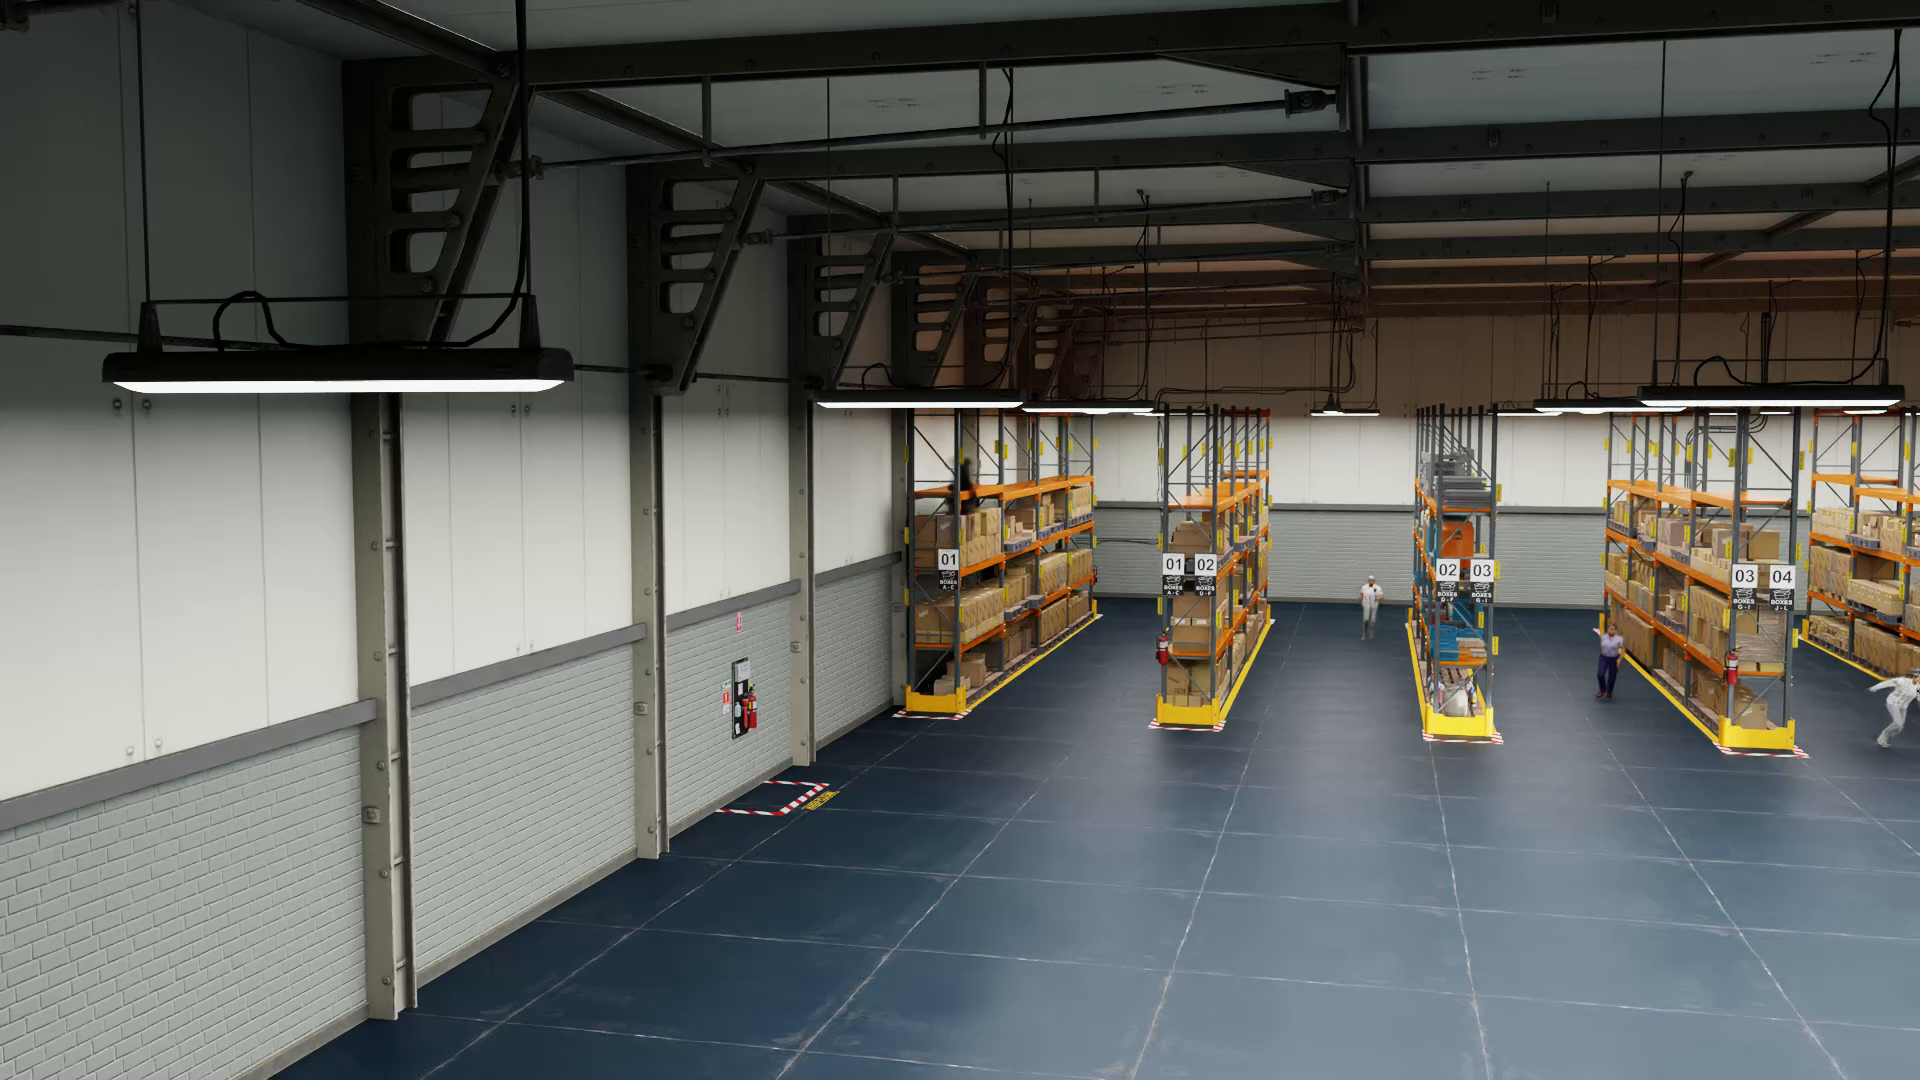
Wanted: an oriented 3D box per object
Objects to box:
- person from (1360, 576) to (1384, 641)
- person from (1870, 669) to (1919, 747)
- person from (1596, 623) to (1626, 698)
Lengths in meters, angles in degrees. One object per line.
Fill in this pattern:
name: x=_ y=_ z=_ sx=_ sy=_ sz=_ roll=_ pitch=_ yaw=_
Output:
person: x=10.664 y=1.771 z=43.076 sx=0.593 sy=1.702 sz=0.695 roll=1 pitch=4 yaw=15
person: x=16.273 y=2.906 z=28.711 sx=0.582 sy=1.436 sz=0.946 roll=-1 pitch=4 yaw=-13
person: x=13.245 y=2.461 z=33.815 sx=0.559 sy=1.587 sz=0.752 roll=2 pitch=5 yaw=28
